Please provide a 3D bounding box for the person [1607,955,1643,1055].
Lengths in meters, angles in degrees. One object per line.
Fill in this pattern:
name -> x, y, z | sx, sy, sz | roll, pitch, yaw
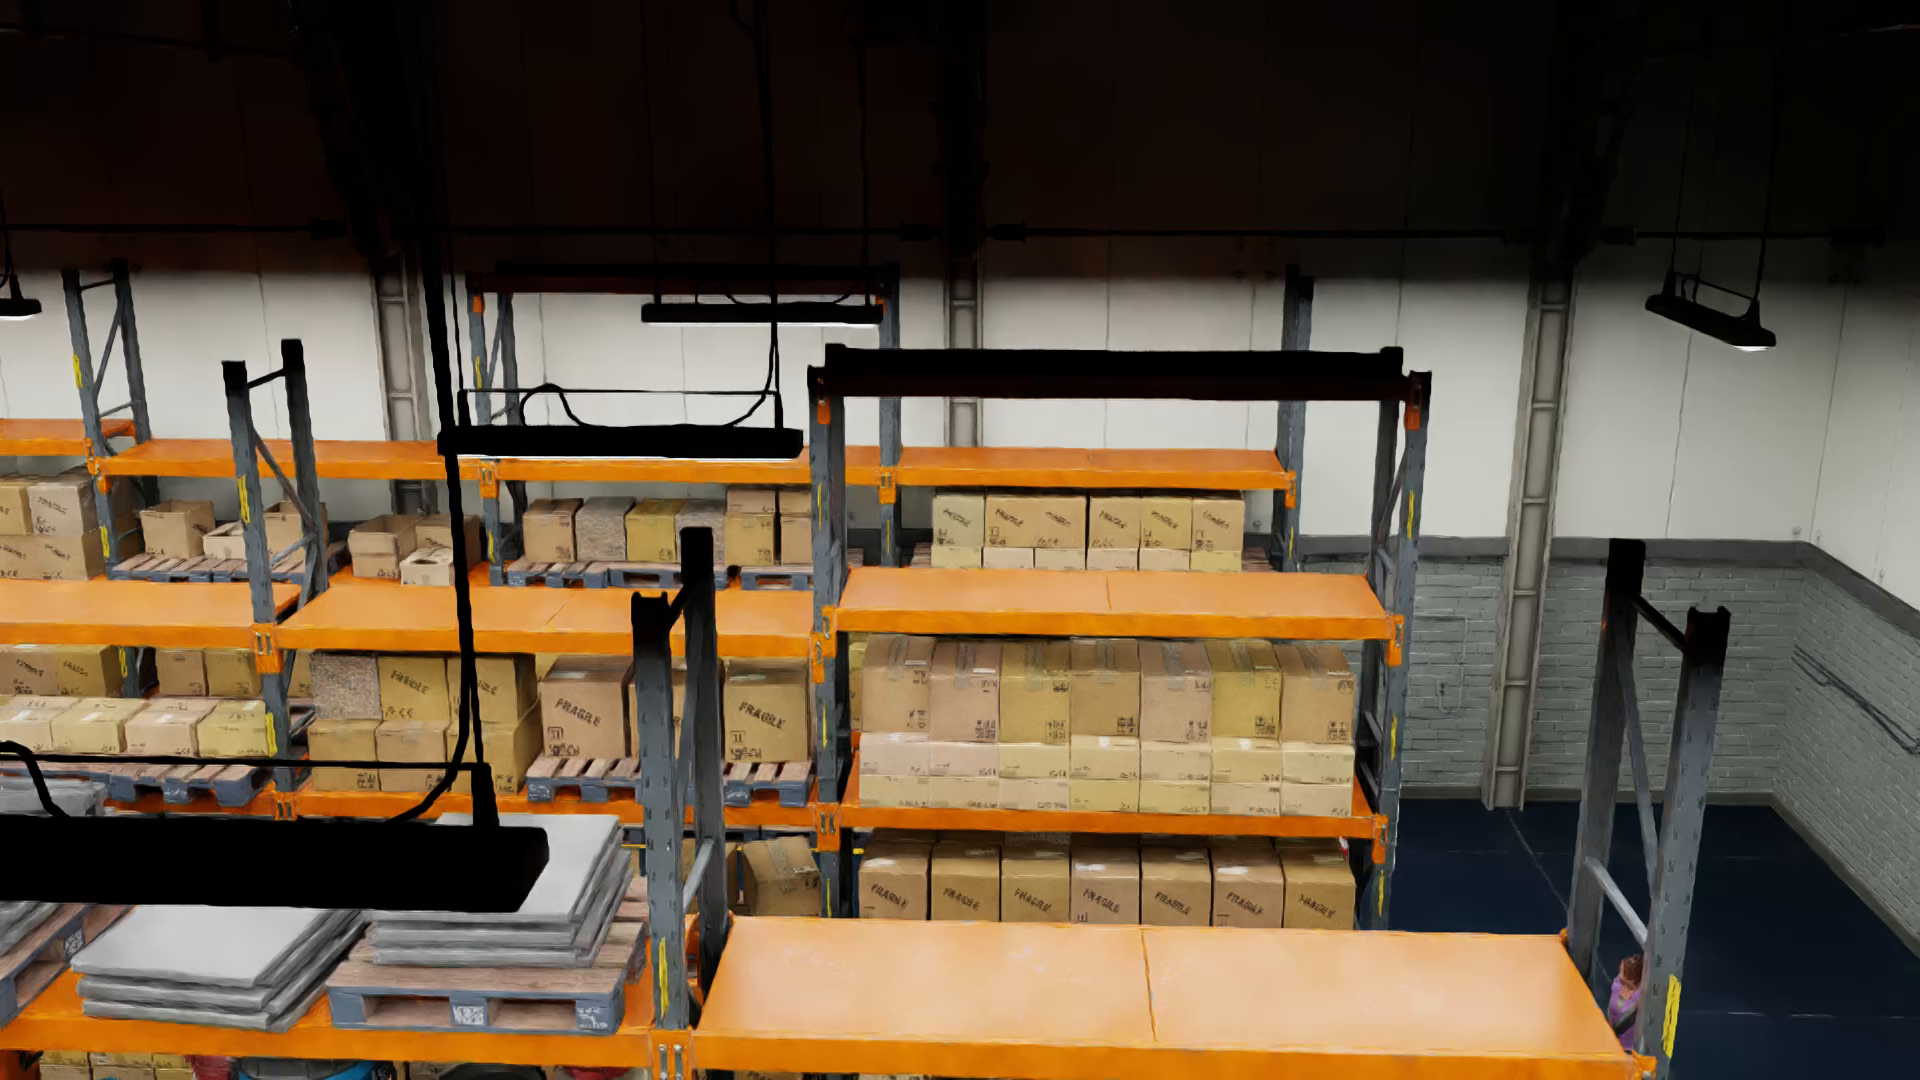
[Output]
person -> 5.110, 3.828, 12.649 | 0.881, 1.538, 0.453 | -6, 17, -20
